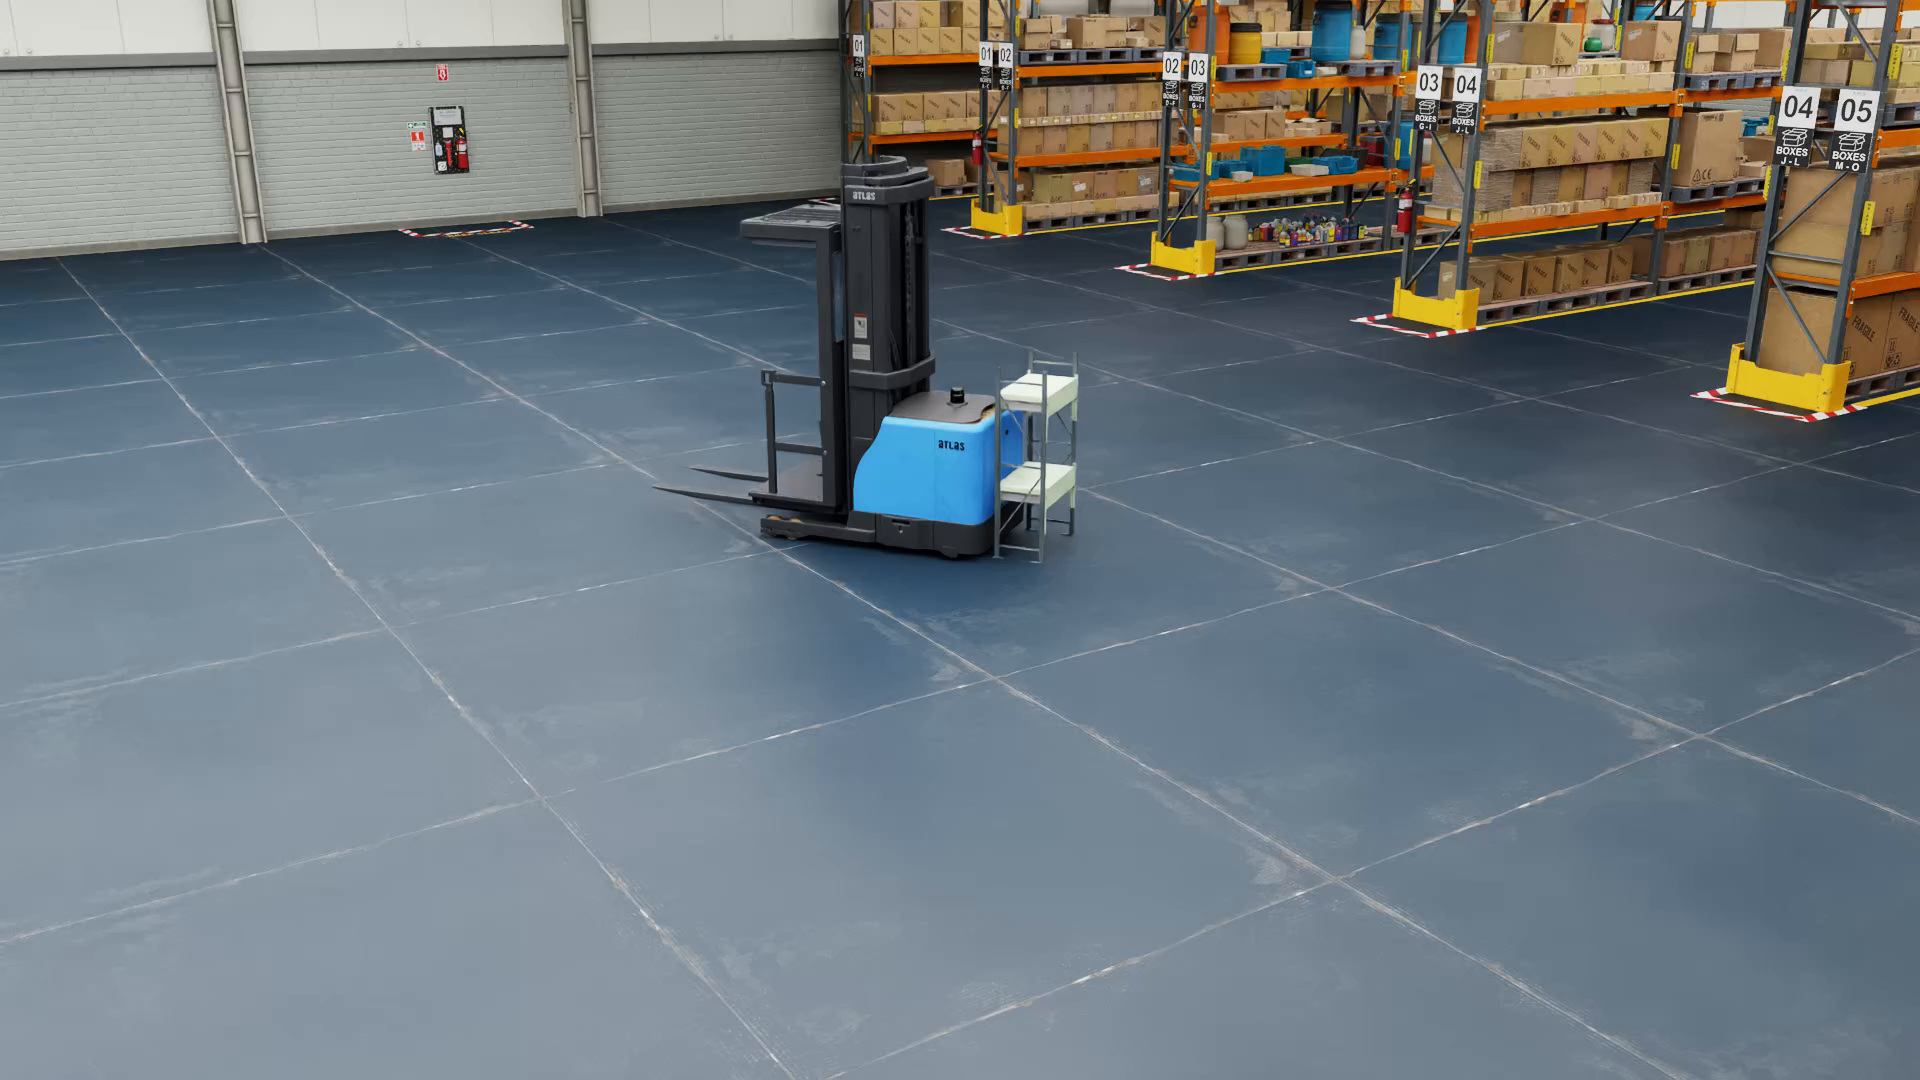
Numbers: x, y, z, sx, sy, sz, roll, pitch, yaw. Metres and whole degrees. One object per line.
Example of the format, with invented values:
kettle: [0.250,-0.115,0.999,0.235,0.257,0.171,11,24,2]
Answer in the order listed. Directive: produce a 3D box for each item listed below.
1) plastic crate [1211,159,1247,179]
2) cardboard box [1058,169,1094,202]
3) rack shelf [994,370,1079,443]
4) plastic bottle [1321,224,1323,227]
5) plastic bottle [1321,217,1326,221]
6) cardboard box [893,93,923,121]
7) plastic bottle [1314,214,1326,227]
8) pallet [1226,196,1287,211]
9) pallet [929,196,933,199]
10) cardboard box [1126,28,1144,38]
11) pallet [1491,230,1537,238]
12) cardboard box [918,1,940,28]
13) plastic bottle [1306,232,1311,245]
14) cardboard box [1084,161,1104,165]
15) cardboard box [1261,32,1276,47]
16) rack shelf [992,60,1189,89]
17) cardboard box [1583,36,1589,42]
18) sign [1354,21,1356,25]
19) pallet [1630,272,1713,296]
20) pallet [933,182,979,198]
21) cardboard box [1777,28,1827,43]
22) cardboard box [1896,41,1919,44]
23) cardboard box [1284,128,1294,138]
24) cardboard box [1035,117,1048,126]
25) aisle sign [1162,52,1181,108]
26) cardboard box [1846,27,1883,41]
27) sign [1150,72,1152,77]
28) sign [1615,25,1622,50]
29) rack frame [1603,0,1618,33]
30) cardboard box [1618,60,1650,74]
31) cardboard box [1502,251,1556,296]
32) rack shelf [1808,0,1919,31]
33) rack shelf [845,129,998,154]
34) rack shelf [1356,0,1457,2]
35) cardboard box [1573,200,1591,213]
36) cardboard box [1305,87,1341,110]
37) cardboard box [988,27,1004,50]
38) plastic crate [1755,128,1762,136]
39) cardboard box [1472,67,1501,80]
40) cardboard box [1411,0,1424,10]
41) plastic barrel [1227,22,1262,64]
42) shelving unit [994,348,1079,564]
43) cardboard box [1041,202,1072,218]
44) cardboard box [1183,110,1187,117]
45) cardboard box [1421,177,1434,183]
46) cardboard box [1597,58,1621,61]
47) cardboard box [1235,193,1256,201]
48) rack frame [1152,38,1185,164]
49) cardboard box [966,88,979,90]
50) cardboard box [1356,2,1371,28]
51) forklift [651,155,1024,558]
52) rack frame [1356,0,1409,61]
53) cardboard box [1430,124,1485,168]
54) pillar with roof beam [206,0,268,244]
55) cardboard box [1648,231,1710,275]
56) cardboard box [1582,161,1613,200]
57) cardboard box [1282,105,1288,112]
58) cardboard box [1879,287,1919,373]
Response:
plastic crate: [4.182,-5.793,25.928,0.408,0.251,0.499,-12,22,-31]
cardboard box: [2.060,-6.375,29.883,0.500,0.500,0.500,-12,22,-31]
rack shelf: [0.591,-1.029,12.728,0.431,0.370,0.720,7,20,21]
plastic bottle: [5.837,-4.950,26.758,0.133,0.283,0.061,-12,22,-31]
plastic bottle: [5.962,-5.202,27.514,0.135,0.276,0.152,-11,22,-29]
cardboard box: [-1.083,-8.614,33.073,0.500,0.500,0.500,-12,22,-31]
plastic bottle: [5.901,-5.171,27.305,0.185,0.351,0.144,-12,22,-31]
pallet: [5.617,-6.648,32.579,1.213,0.211,1.003,-12,22,-31]
pallet: [-1.304,-7.058,33.793,1.213,0.211,1.003,-12,22,-31]
cardboard box: [2.986,-9.143,30.187,0.500,0.311,0.500,-13,23,-34]
pallet: [9.397,-5.544,29.315,1.213,0.211,1.003,-12,22,-31]
cardboard box: [-0.741,-10.355,32.758,0.500,0.500,0.500,-11,22,-30]
plastic bottle: [5.522,-4.796,26.431,0.097,0.201,0.097,0,19,0]
cardboard box: [2.733,-8.279,36.265,0.500,0.500,0.700,-12,22,-31]
cardboard box: [5.634,-9.482,31.502,0.500,0.250,0.500,-14,23,-36]
rack shelf: [2.333,-8.340,29.671,4.000,0.370,1.077,-12,22,-31]
cardboard box: [13.318,-10.830,36.146,0.500,0.250,0.500,-12,22,-31]
sign: [7.642,-9.870,32.143,0.005,0.325,0.100,-12,22,-31]
pallet: [10.098,-3.779,24.092,1.213,0.211,1.003,-12,22,-31]
pallet: [-0.286,-7.272,34.425,1.213,0.211,1.003,-12,22,-31]
cardboard box: [12.106,-7.128,24.024,0.500,0.500,0.500,-12,22,-32]
cardboard box: [9.908,-5.213,17.633,0.250,0.149,0.380,-12,22,-32]
cardboard box: [6.310,-7.958,32.494,0.250,0.149,0.380,-10,21,-27]
cardboard box: [1.328,-7.321,29.048,0.250,0.149,0.380,-13,22,-33]
aisle sign: [3.160,-6.881,24.854,0.004,0.787,0.394,-12,22,-31]
cardboard box: [13.931,-7.636,25.653,0.500,0.500,0.500,-11,21,-29]
sign: [4.308,-10.338,37.332,0.005,0.325,0.100,-12,22,-31]
sign: [9.140,-6.962,23.050,0.005,0.325,0.100,-12,22,-31]
rack frame: [14.025,-12.568,36.370,0.127,3.000,1.000,-12,22,-31]
cardboard box: [8.900,-6.276,22.054,0.250,0.149,0.380,-13,23,-34]
cardboard box: [7.652,-3.597,22.449,0.500,0.500,0.500,-10,21,-26]
rack shelf: [10.421,-5.577,17.438,4.000,0.370,1.077,-12,22,-31]
rack shelf: [-0.395,-8.244,34.069,4.000,0.370,1.077,-12,22,-31]
rack shelf: [9.014,-10.981,33.423,4.000,0.370,1.077,-12,22,-31]
cardboard box: [8.170,-4.466,22.164,0.250,0.149,0.380,-12,22,-31]
cardboard box: [8.419,-10.579,39.385,0.700,0.700,0.980,-12,22,-31]
cardboard box: [0.560,-10.174,33.784,0.500,0.500,0.500,-14,23,-36]
plastic crate: [15.459,-7.952,32.401,0.250,0.136,0.298,-12,22,-31]
cardboard box: [6.465,-5.783,20.595,0.250,0.149,0.380,-12,22,-32]
cardboard box: [10.836,-12.800,39.991,0.500,0.500,0.500,-12,22,-32]
plastic barrel: [4.266,-7.526,25.190,0.600,0.588,0.600,0,19,0]
shelving unit: [0.591,-0.659,12.853,0.431,1.500,0.755,7,20,21]
cardboard box: [1.648,-5.928,29.734,0.500,0.250,0.500,-12,22,-31]
cardboard box: [5.019,-9.528,37.105,0.250,0.149,0.380,-12,22,-32]
cardboard box: [9.593,-7.709,34.581,0.500,0.500,0.500,-12,22,-31]
cardboard box: [8.822,-6.461,22.600,0.250,0.149,0.380,-13,23,-34]
cardboard box: [5.335,-6.695,32.003,0.500,0.250,0.500,-13,22,-33]
rack frame: [4.616,-9.641,37.080,0.127,3.000,1.000,-12,22,-31]
cardboard box: [0.334,-9.113,34.550,0.500,0.500,0.500,-12,22,-32]
cardboard box: [7.712,-10.334,32.728,0.500,0.500,0.500,-12,22,-31]
forklift: [-1.051,-1.536,13.211,3.031,2.935,1.130,8,20,21]
rack frame: [6.724,-9.129,26.196,0.127,3.000,1.000,-12,22,-31]
cardboard box: [6.431,-5.082,21.413,0.500,0.500,0.500,-12,22,-31]
pillar with roof beam: [-9.611,-8.164,23.342,0.400,9.000,9.100,-12,22,-31]
cardboard box: [10.382,-4.168,24.105,0.500,0.500,0.700,-12,22,-32]
cardboard box: [8.239,-4.894,22.417,0.500,0.500,0.875,-12,22,-31]
cardboard box: [7.392,-10.017,38.551,0.250,0.149,0.380,-11,22,-30]
cardboard box: [10.015,-2.398,18.316,0.875,0.875,0.875,-12,22,-32]
